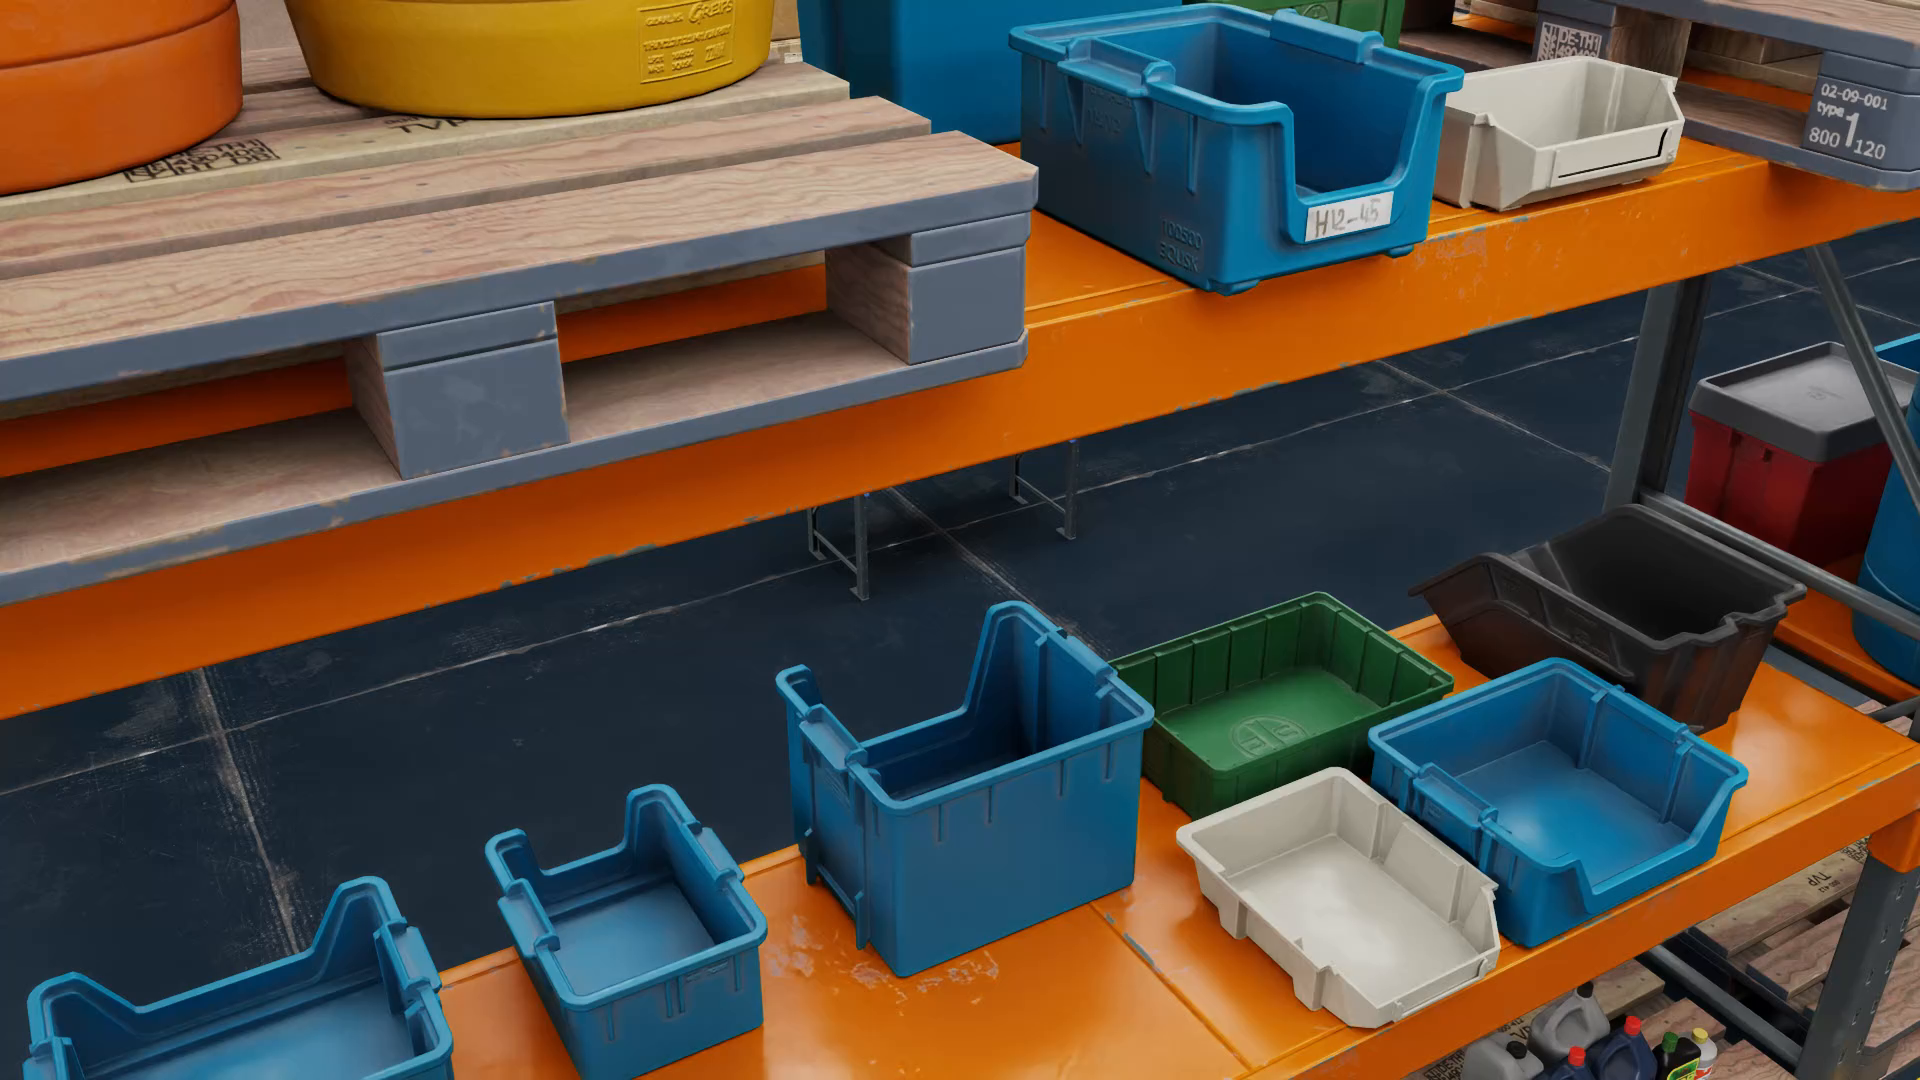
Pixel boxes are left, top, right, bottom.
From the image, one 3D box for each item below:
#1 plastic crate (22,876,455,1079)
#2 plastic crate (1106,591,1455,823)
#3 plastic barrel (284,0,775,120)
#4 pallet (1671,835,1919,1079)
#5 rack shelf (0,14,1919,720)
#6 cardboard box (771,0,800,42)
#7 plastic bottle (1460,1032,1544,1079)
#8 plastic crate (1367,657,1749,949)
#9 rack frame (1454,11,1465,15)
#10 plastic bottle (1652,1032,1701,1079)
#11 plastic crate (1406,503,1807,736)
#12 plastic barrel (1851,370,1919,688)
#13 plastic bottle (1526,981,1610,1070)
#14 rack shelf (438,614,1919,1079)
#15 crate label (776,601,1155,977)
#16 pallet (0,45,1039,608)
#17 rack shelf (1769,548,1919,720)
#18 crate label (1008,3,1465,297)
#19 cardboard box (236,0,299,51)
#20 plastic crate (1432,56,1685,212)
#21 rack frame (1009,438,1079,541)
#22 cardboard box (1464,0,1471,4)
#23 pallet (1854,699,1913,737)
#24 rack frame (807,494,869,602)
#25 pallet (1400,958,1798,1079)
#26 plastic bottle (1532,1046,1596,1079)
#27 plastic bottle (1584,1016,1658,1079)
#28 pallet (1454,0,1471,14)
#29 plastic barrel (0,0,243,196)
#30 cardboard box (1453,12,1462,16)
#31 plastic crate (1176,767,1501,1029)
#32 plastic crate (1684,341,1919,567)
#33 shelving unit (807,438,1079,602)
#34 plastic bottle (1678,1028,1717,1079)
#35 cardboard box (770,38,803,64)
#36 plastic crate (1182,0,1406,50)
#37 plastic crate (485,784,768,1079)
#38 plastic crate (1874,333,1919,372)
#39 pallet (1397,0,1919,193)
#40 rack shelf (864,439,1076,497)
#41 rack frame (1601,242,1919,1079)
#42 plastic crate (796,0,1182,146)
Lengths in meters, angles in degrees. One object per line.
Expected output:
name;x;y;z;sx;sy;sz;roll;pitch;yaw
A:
plastic crate;-1.166;0.864;2.733;0.616;0.251;0.499;-16;33;-26
plastic crate;0.689;0.375;3.686;0.662;0.188;0.450;-16;33;-26
plastic barrel;-0.528;-0.865;1.980;0.600;0.588;0.600;0;29;0
pallet;2.660;1.080;5.075;1.213;0.211;1.003;-16;33;-26
rack shelf;0.278;-0.442;2.586;4.000;0.370;1.077;-16;33;-26
cardboard box;-0.883;-2.498;7.225;0.500;0.500;0.700;-16;33;-26
plastic bottle;1.331;1.336;4.088;0.135;0.276;0.152;-16;33;-26
plastic crate;1.186;0.516;3.364;0.616;0.251;0.499;-16;33;-26
rack frame;2.945;-2.976;9.539;0.127;3.000;1.000;-16;33;-26
plastic bottle;1.755;1.319;4.112;0.133;0.283;0.061;-14;32;-24
plastic crate;1.487;0.169;3.903;0.504;0.338;0.767;-16;33;-26
plastic barrel;2.489;-0.121;3.845;0.708;0.901;0.600;-16;33;-26
plastic bottle;1.520;1.252;4.163;0.185;0.351;0.144;-16;33;-26
rack shelf;0.278;0.872;3.311;4.000;0.370;1.077;-16;33;-26
crate label;0.004;0.468;3.262;0.616;0.435;0.502;-16;33;-26
pallet;-0.683;-0.346;1.864;1.213;0.211;1.003;-16;33;-26
rack shelf;3.727;-0.107;5.085;4.000;0.370;1.077;-16;33;-26
crate label;0.335;-0.522;2.142;0.408;0.251;0.502;-16;33;-26
cardboard box;-2.613;-2.007;6.335;0.500;0.500;0.700;-16;33;-26
plastic crate;0.824;-0.569;2.346;0.396;0.136;0.243;-16;33;-26
rack frame;0.365;-0.760;7.075;0.032;1.500;0.500;-16;33;-26
cardboard box;3.431;-3.405;9.778;0.700;0.500;0.500;22;36;34
pallet;3.713;0.779;5.620;1.213;0.211;1.003;-16;33;-26
rack frame;-0.512;-0.511;6.624;0.032;1.500;0.500;-16;33;-26
pallet;1.402;1.435;4.431;1.213;0.211;1.003;-16;33;-26
plastic bottle;1.428;1.359;3.969;0.185;0.351;0.144;-18;33;-29
plastic bottle;1.593;1.312;4.054;0.185;0.351;0.144;-17;33;-28
pallet;3.494;-3.088;9.939;1.003;0.211;1.213;-16;33;-26
plastic barrel;-1.091;-0.811;1.631;0.708;0.830;0.600;-16;33;-26
cardboard box;2.609;-2.867;9.432;0.500;0.311;0.500;-14;32;-23
plastic crate;0.731;0.686;3.176;0.437;0.136;0.530;-16;33;-26
plastic crate;2.265;-0.207;4.454;0.583;0.464;0.402;-16;33;-26
shelving unit;-0.074;-0.636;6.850;1.048;1.500;0.538;-16;33;-26
plastic bottle;1.848;1.318;4.198;0.097;0.201;0.097;0;29;0
cardboard box;-0.844;-2.110;7.193;0.250;0.149;0.380;-17;33;-27
plastic crate;0.504;-0.881;2.856;0.450;0.188;0.336;-16;33;-26
plastic crate;-0.603;0.708;3.017;0.408;0.251;0.499;-16;33;-26
plastic crate;2.796;-0.325;4.752;0.575;0.384;0.392;-16;33;-26
pallet;1.430;-0.946;2.951;1.003;0.211;1.213;-16;33;-26
rack shelf;-0.074;-0.478;6.937;1.000;0.185;0.538;-16;33;-26
rack frame;2.003;0.067;4.024;0.127;3.000;1.000;-16;33;-26
plastic crate;0.045;-0.852;2.602;0.575;0.384;0.392;-16;33;-26
